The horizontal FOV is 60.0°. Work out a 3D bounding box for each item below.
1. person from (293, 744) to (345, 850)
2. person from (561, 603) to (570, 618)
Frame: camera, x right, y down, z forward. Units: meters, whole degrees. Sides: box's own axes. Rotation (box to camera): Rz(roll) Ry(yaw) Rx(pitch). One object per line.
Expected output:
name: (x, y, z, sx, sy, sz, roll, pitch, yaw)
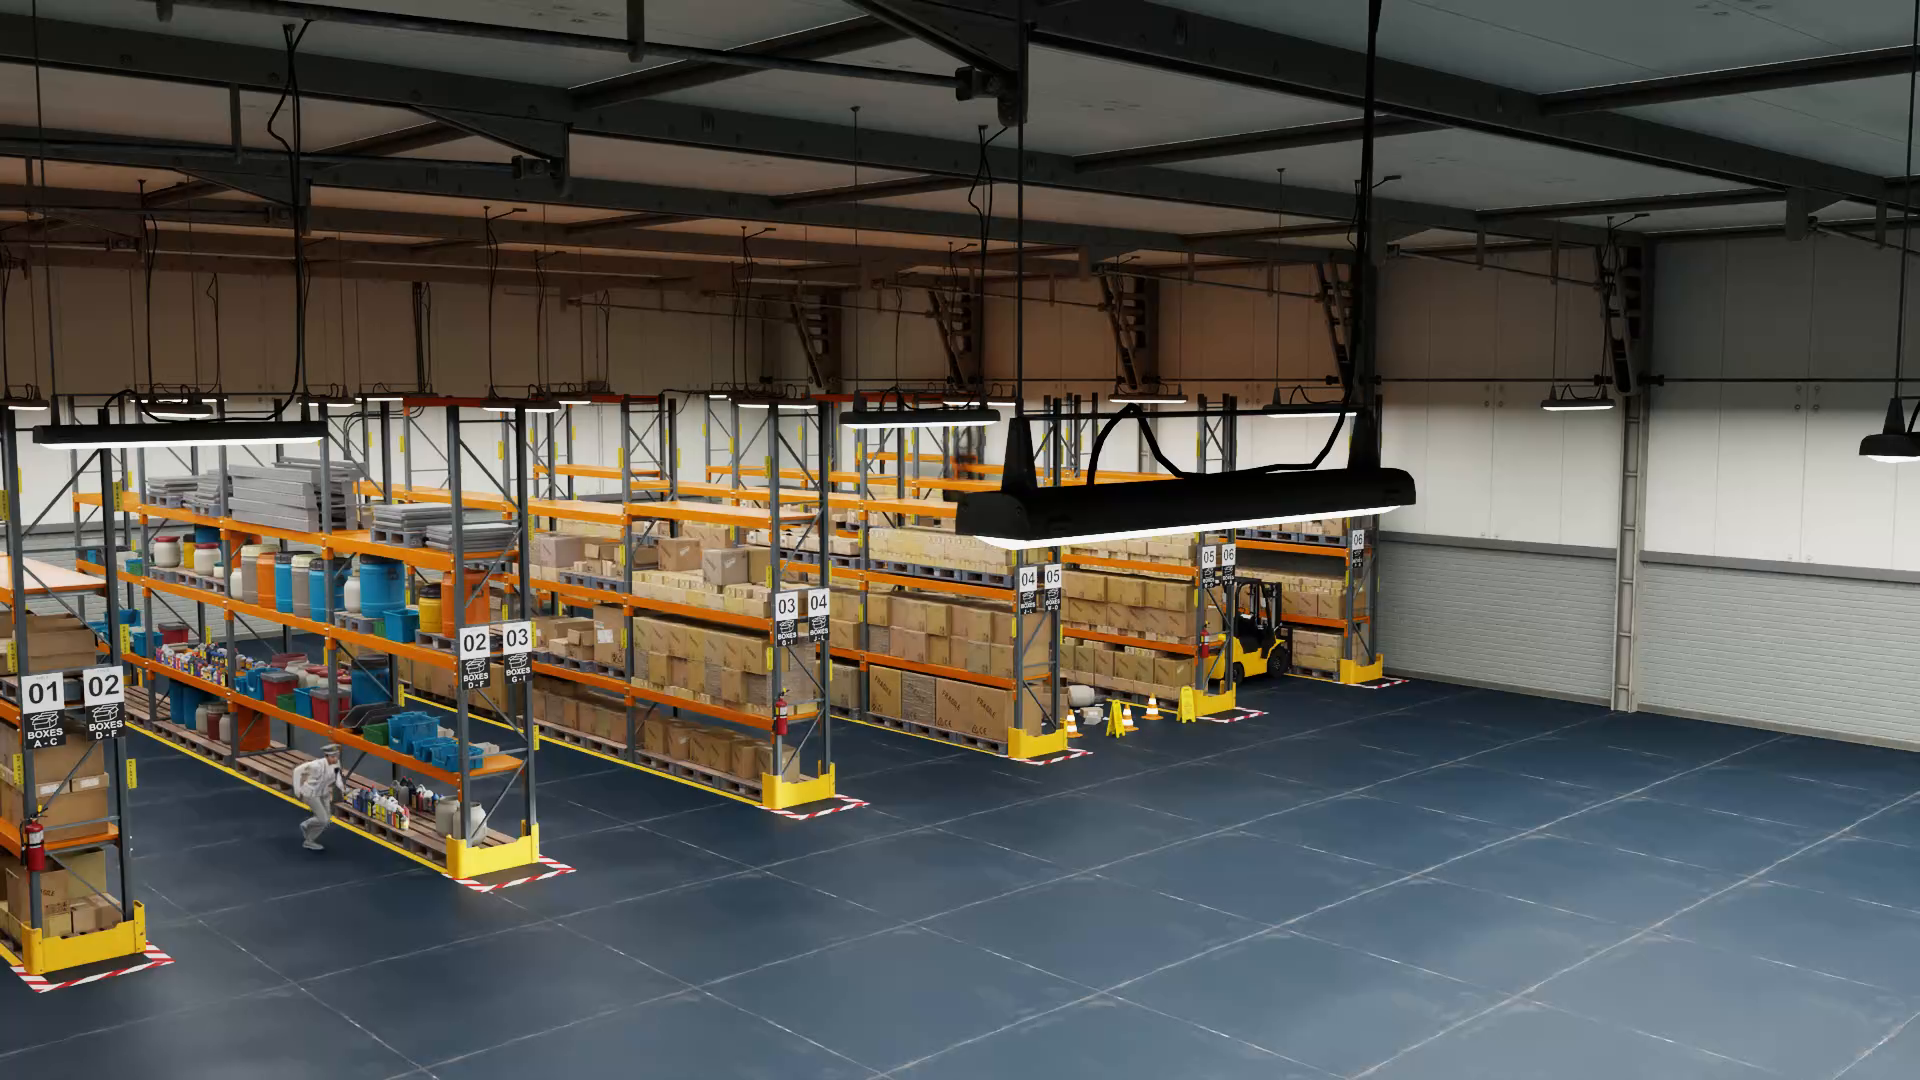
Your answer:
person: (-8.568, 3.452, 22.226, 0.749, 1.489, 0.640, 3, 6, 29)
person: (-8.294, 2.158, 34.323, 0.847, 1.757, 0.648, 4, 7, 38)
